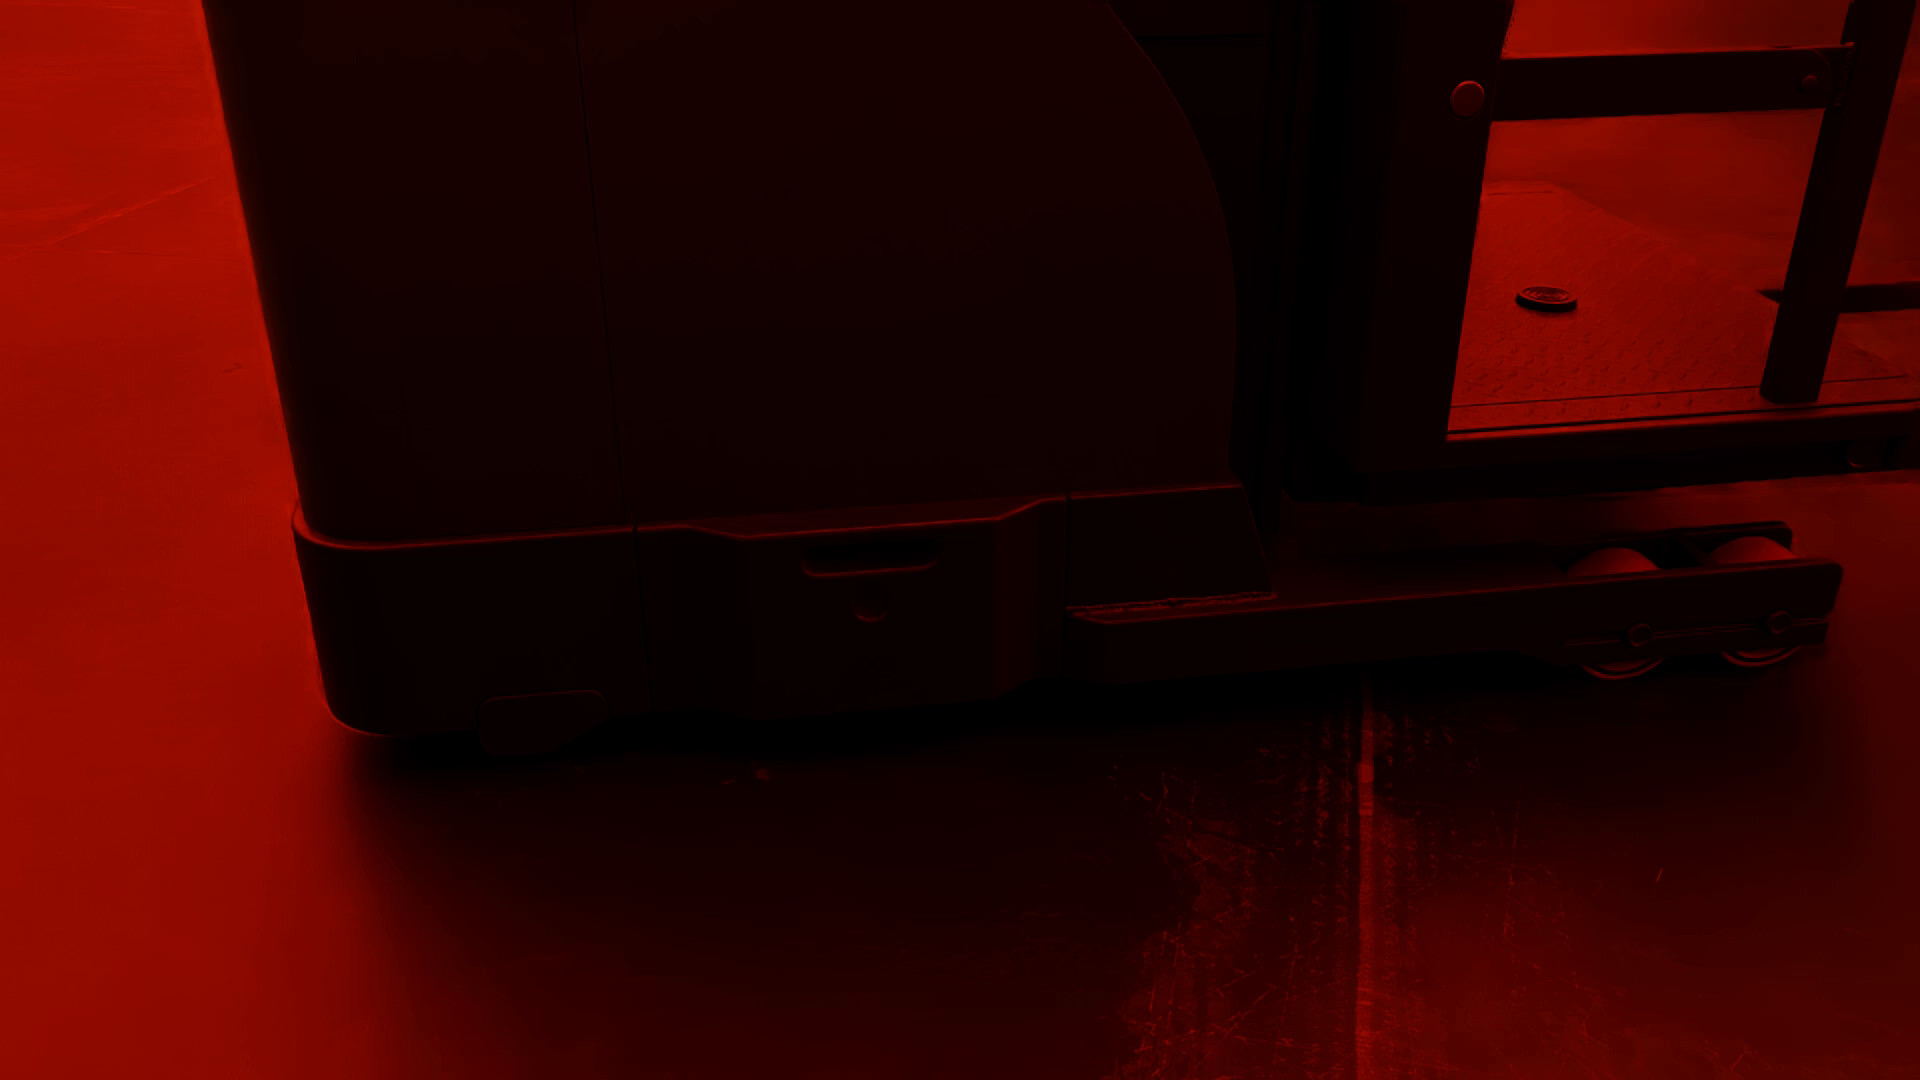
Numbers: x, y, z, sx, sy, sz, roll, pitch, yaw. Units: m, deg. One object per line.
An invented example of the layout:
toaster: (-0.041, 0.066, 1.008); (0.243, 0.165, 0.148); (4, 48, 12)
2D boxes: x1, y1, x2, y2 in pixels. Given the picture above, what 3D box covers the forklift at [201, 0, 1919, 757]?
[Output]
forklift: (0.674, -1.360, 1.941); (3.031, 2.935, 1.130); (-4, 27, -9)
